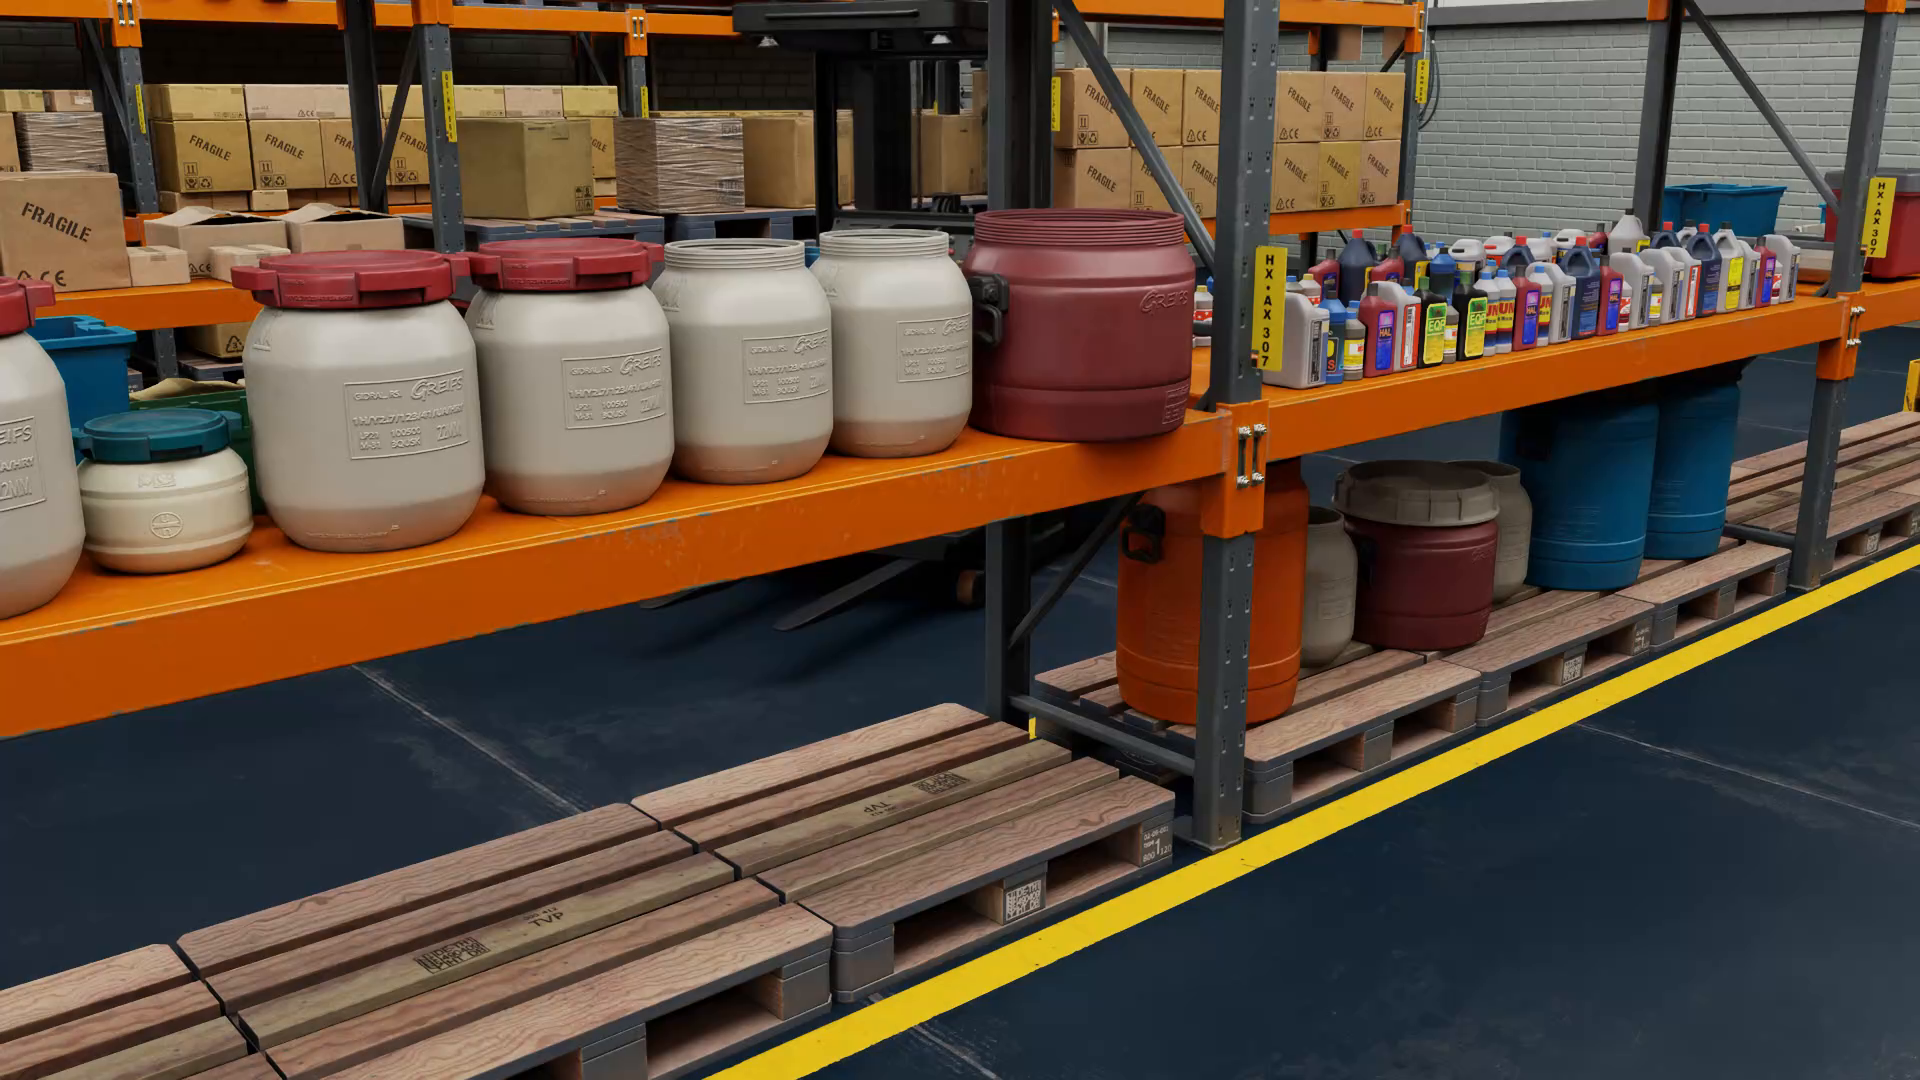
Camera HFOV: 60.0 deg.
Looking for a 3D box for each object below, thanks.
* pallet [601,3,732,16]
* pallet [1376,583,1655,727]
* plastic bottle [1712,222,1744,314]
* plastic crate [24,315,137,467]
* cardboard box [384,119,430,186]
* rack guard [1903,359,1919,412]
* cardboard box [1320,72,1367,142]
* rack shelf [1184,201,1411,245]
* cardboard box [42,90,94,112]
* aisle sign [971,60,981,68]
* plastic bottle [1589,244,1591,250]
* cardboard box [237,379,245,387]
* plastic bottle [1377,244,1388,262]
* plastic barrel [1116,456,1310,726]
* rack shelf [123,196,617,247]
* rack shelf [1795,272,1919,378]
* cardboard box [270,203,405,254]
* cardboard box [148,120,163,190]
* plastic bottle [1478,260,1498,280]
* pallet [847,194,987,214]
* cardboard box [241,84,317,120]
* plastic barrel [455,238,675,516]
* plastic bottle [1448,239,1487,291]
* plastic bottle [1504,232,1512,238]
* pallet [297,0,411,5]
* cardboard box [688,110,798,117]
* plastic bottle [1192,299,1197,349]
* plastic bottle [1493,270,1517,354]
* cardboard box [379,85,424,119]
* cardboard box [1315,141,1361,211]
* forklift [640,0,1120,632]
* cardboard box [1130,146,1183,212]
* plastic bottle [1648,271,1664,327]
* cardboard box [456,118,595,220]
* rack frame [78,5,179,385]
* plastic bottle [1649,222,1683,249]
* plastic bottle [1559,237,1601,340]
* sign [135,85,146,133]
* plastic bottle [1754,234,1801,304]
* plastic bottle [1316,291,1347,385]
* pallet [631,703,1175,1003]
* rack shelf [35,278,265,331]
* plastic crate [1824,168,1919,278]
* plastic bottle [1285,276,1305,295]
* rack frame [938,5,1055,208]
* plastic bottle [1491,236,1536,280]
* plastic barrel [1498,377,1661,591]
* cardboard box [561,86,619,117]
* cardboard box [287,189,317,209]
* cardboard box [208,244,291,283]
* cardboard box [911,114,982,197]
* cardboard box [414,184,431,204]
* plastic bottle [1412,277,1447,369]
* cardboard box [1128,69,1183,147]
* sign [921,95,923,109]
[{"bbox_3d":[-2.407,-4.791,14.735,1.213,0.211,1.003,-13,19,-39],"label":"pallet"},{"bbox_3d":[1.942,0.358,6.502,1.213,0.211,1.003,-13,19,-39],"label":"pallet"},{"bbox_3d":[2.994,-1.077,6.564,0.185,0.351,0.144,-13,19,-39],"label":"plastic bottle"},{"bbox_3d":[-1.935,-0.204,3.234,0.575,0.384,0.392,-13,19,-39],"label":"plastic crate"},{"bbox_3d":[-4.350,-3.066,13.105,0.500,0.500,0.500,-12,19,-38],"label":"cardboard box"},{"bbox_3d":[6.500,-0.796,10.263,0.348,0.500,1.175,-13,19,-39],"label":"rack guard"},{"bbox_3d":[2.705,-3.279,12.583,0.500,0.500,0.500,-12,19,-38],"label":"cardboard box"},{"bbox_3d":[1.732,-2.276,12.353,4.000,0.370,1.077,-13,19,-39],"label":"rack shelf"},{"bbox_3d":[-6.289,-3.081,11.668,0.380,0.149,0.250,13,20,40],"label":"cardboard box"},{"bbox_3d":[0.238,-5.136,16.628,0.004,0.787,0.394,-13,19,-39],"label":"aisle sign"},{"bbox_3d":[2.740,-1.199,7.312,0.097,0.201,0.097,0,15,0],"label":"plastic bottle"},{"bbox_3d":[-3.382,-0.721,8.565,0.500,0.311,0.500,-12,19,-38],"label":"cardboard box"},{"bbox_3d":[1.582,-0.985,6.351,0.133,0.283,0.061,-13,19,-39],"label":"plastic bottle"},{"bbox_3d":[0.813,0.117,5.391,0.708,0.830,0.600,-13,19,-39],"label":"plastic barrel"},{"bbox_3d":[-4.540,-2.562,13.424,4.000,0.370,1.077,-13,19,-39],"label":"rack shelf"},{"bbox_3d":[4.981,-1.311,8.740,4.000,0.370,1.077,-13,19,-39],"label":"rack shelf"},{"bbox_3d":[-3.097,-1.511,8.267,0.500,0.311,0.500,-11,19,-36],"label":"cardboard box"},{"bbox_3d":[-5.865,-2.904,12.500,0.500,0.500,0.500,-12,19,-39],"label":"cardboard box"},{"bbox_3d":[2.096,-1.002,6.575,0.097,0.201,0.097,0,15,0],"label":"plastic bottle"},{"bbox_3d":[-0.451,-2.078,10.589,1.213,0.211,1.003,-13,19,-39],"label":"pallet"},{"bbox_3d":[-5.132,-3.253,12.353,0.500,0.250,0.500,-13,20,-40],"label":"cardboard box"},{"bbox_3d":[-0.817,-0.347,3.474,0.433,0.535,0.433,0,15,0],"label":"plastic barrel"},{"bbox_3d":[2.000,-1.060,6.645,0.135,0.276,0.152,-13,19,-39],"label":"plastic bottle"},{"bbox_3d":[2.246,-1.134,6.909,0.133,0.283,0.061,-13,19,-39],"label":"plastic bottle"},{"bbox_3d":[-4.756,-4.238,12.858,1.213,0.211,1.003,-12,19,-37],"label":"pallet"},{"bbox_3d":[-2.057,-3.605,15.352,0.700,0.700,0.980,-13,20,-41],"label":"cardboard box"},{"bbox_3d":[0.753,-0.753,5.641,0.097,0.201,0.097,0,15,0],"label":"plastic bottle"},{"bbox_3d":[1.796,-0.761,5.537,0.097,0.271,0.097,0,15,0],"label":"plastic bottle"},{"bbox_3d":[-4.376,-3.426,13.002,0.500,0.250,0.500,-13,20,-40],"label":"cardboard box"},{"bbox_3d":[2.693,-2.793,12.701,0.500,0.500,0.500,-12,19,-39],"label":"cardboard box"},{"bbox_3d":[-0.268,-1.256,7.271,1.130,2.935,3.031,7,17,25],"label":"forklift"},{"bbox_3d":[1.171,-2.454,11.430,0.500,0.500,0.500,-12,19,-38],"label":"cardboard box"},{"bbox_3d":[2.560,-0.899,6.189,0.097,0.201,0.097,0,15,0],"label":"plastic bottle"},{"bbox_3d":[-2.393,-1.987,8.869,0.700,0.500,0.500,8,17,28],"label":"cardboard box"},{"bbox_3d":[-6.048,-2.571,12.063,0.127,3.000,1.000,-13,19,-39],"label":"rack frame"},{"bbox_3d":[2.760,-1.073,6.552,0.185,0.351,0.144,-13,19,-39],"label":"plastic bottle"},{"bbox_3d":[2.163,-0.890,5.865,0.185,0.351,0.144,-13,19,-39],"label":"plastic bottle"},{"bbox_3d":[-5.685,-2.988,11.534,0.005,0.325,0.100,-13,19,-39],"label":"sign"},{"bbox_3d":[3.387,-1.130,6.909,0.135,0.276,0.152,-13,19,-39],"label":"plastic bottle"},{"bbox_3d":[1.099,-0.605,4.951,0.097,0.271,0.097,0,15,0],"label":"plastic bottle"},{"bbox_3d":[-0.155,0.829,4.739,1.213,0.211,1.003,-13,19,-39],"label":"pallet"},{"bbox_3d":[-4.303,-0.921,7.279,4.000,0.370,1.077,-13,19,-39],"label":"rack shelf"},{"bbox_3d":[4.311,-1.482,7.746,0.583,0.464,0.402,-13,19,-39],"label":"plastic crate"},{"bbox_3d":[1.194,-0.852,6.012,0.097,0.201,0.097,0,15,0],"label":"plastic bottle"},{"bbox_3d":[0.224,-2.285,10.991,0.127,3.000,1.000,-13,19,-39],"label":"rack frame"},{"bbox_3d":[1.962,-0.897,5.891,0.185,0.351,0.144,-13,19,-39],"label":"plastic bottle"},{"bbox_3d":[2.517,-0.300,6.814,0.708,0.901,0.600,-13,19,-39],"label":"plastic barrel"},{"bbox_3d":[-3.215,-3.684,13.966,0.500,0.250,0.500,-12,19,-38],"label":"cardboard box"},{"bbox_3d":[-5.087,-2.606,12.642,0.250,0.149,0.380,-13,20,-40],"label":"cardboard box"},{"bbox_3d":[-3.291,-1.280,7.715,0.250,0.149,0.380,-13,19,-39],"label":"cardboard box"},{"bbox_3d":[-0.280,-2.499,10.787,0.700,0.500,0.500,8,17,28],"label":"cardboard box"},{"bbox_3d":[-4.295,-2.775,13.275,0.250,0.149,0.380,-12,19,-38],"label":"cardboard box"},{"bbox_3d":[1.474,-0.688,5.241,0.133,0.283,0.061,-13,19,-39],"label":"plastic bottle"},{"bbox_3d":[1.153,-2.929,11.271,0.500,0.500,0.500,-13,20,-41],"label":"cardboard box"},{"bbox_3d":[-0.373,-4.492,17.423,0.005,0.325,0.100,-13,19,-39],"label":"sign"}]
